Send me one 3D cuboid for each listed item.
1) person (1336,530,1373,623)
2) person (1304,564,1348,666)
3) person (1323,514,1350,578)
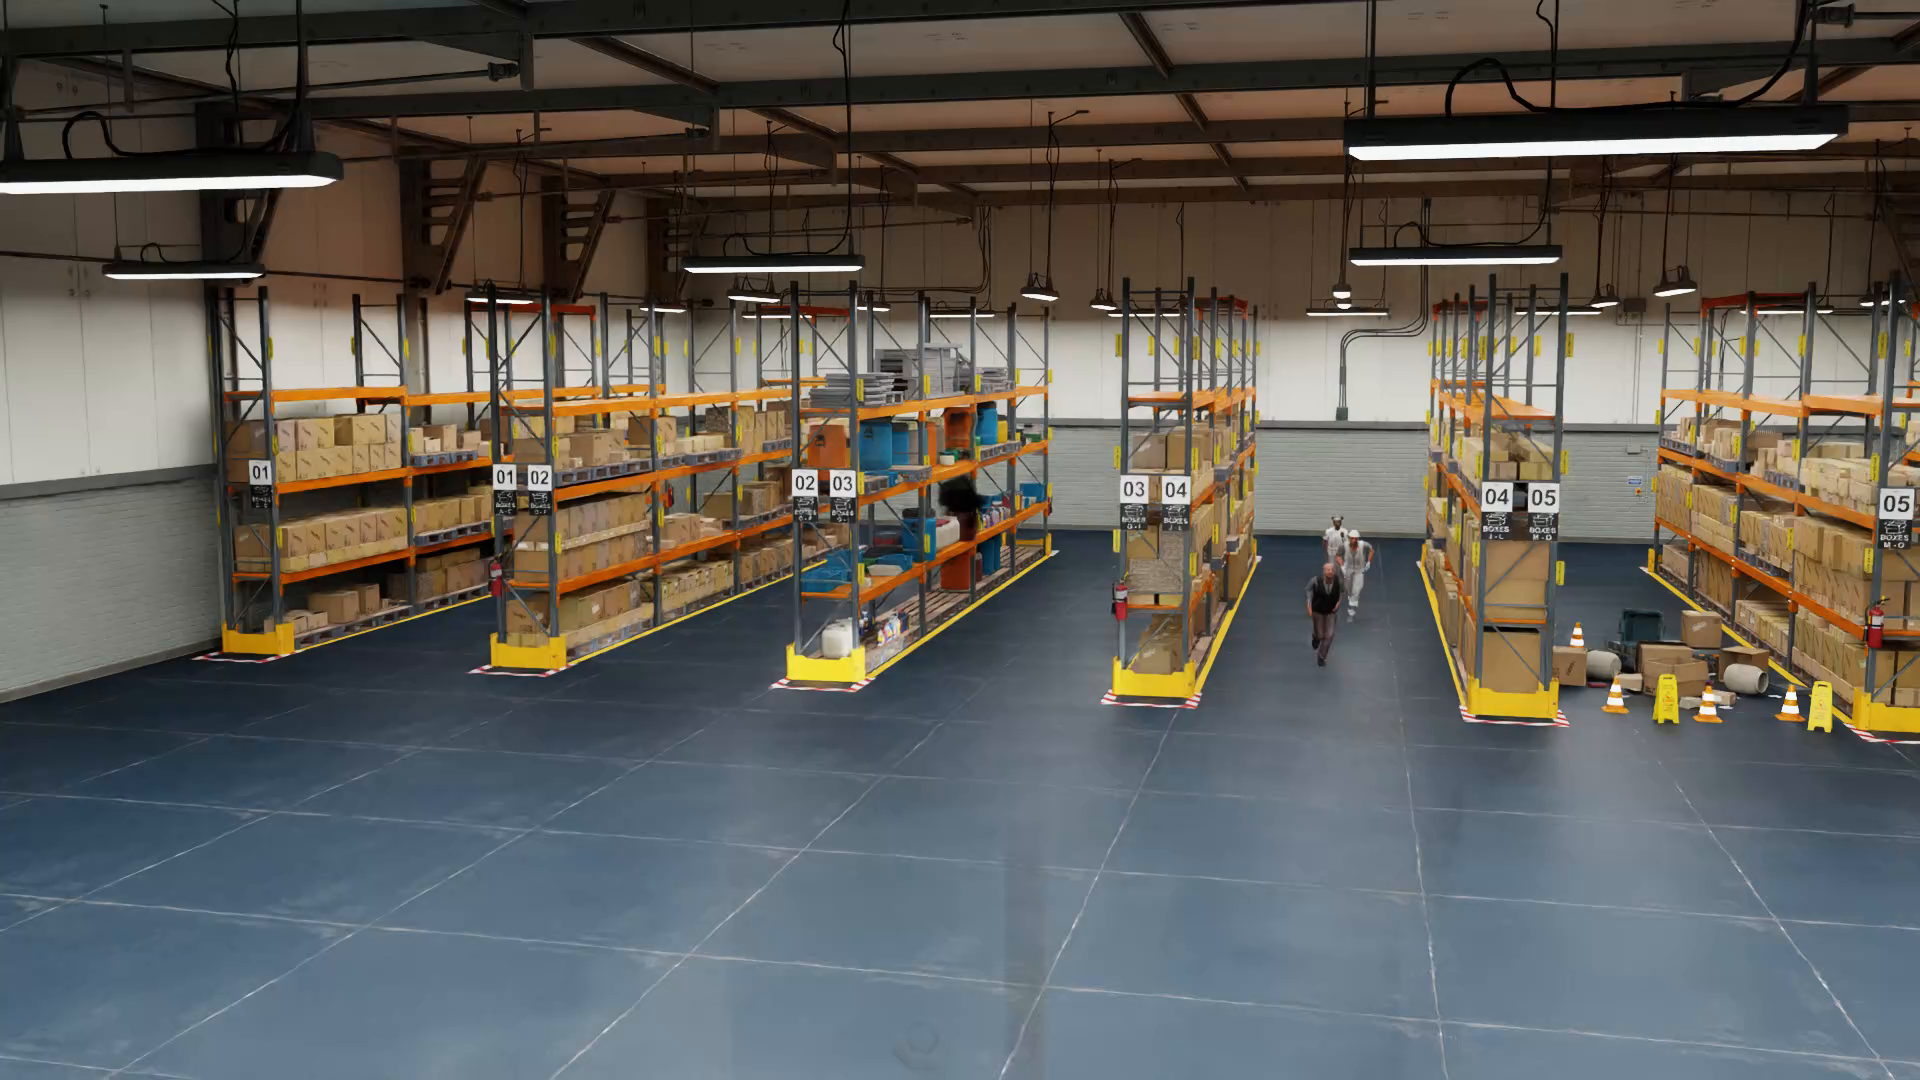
[{"bbox_3d":[7.296,0.639,30.798,0.676,1.729,1.016,1,7,10],"label":"person"},{"bbox_3d":[5.803,1.171,26.446,0.652,1.661,0.745,0,7,-3],"label":"person"},{"bbox_3d":[7.616,0.320,33.559,0.553,1.685,0.639,1,7,7],"label":"person"}]
